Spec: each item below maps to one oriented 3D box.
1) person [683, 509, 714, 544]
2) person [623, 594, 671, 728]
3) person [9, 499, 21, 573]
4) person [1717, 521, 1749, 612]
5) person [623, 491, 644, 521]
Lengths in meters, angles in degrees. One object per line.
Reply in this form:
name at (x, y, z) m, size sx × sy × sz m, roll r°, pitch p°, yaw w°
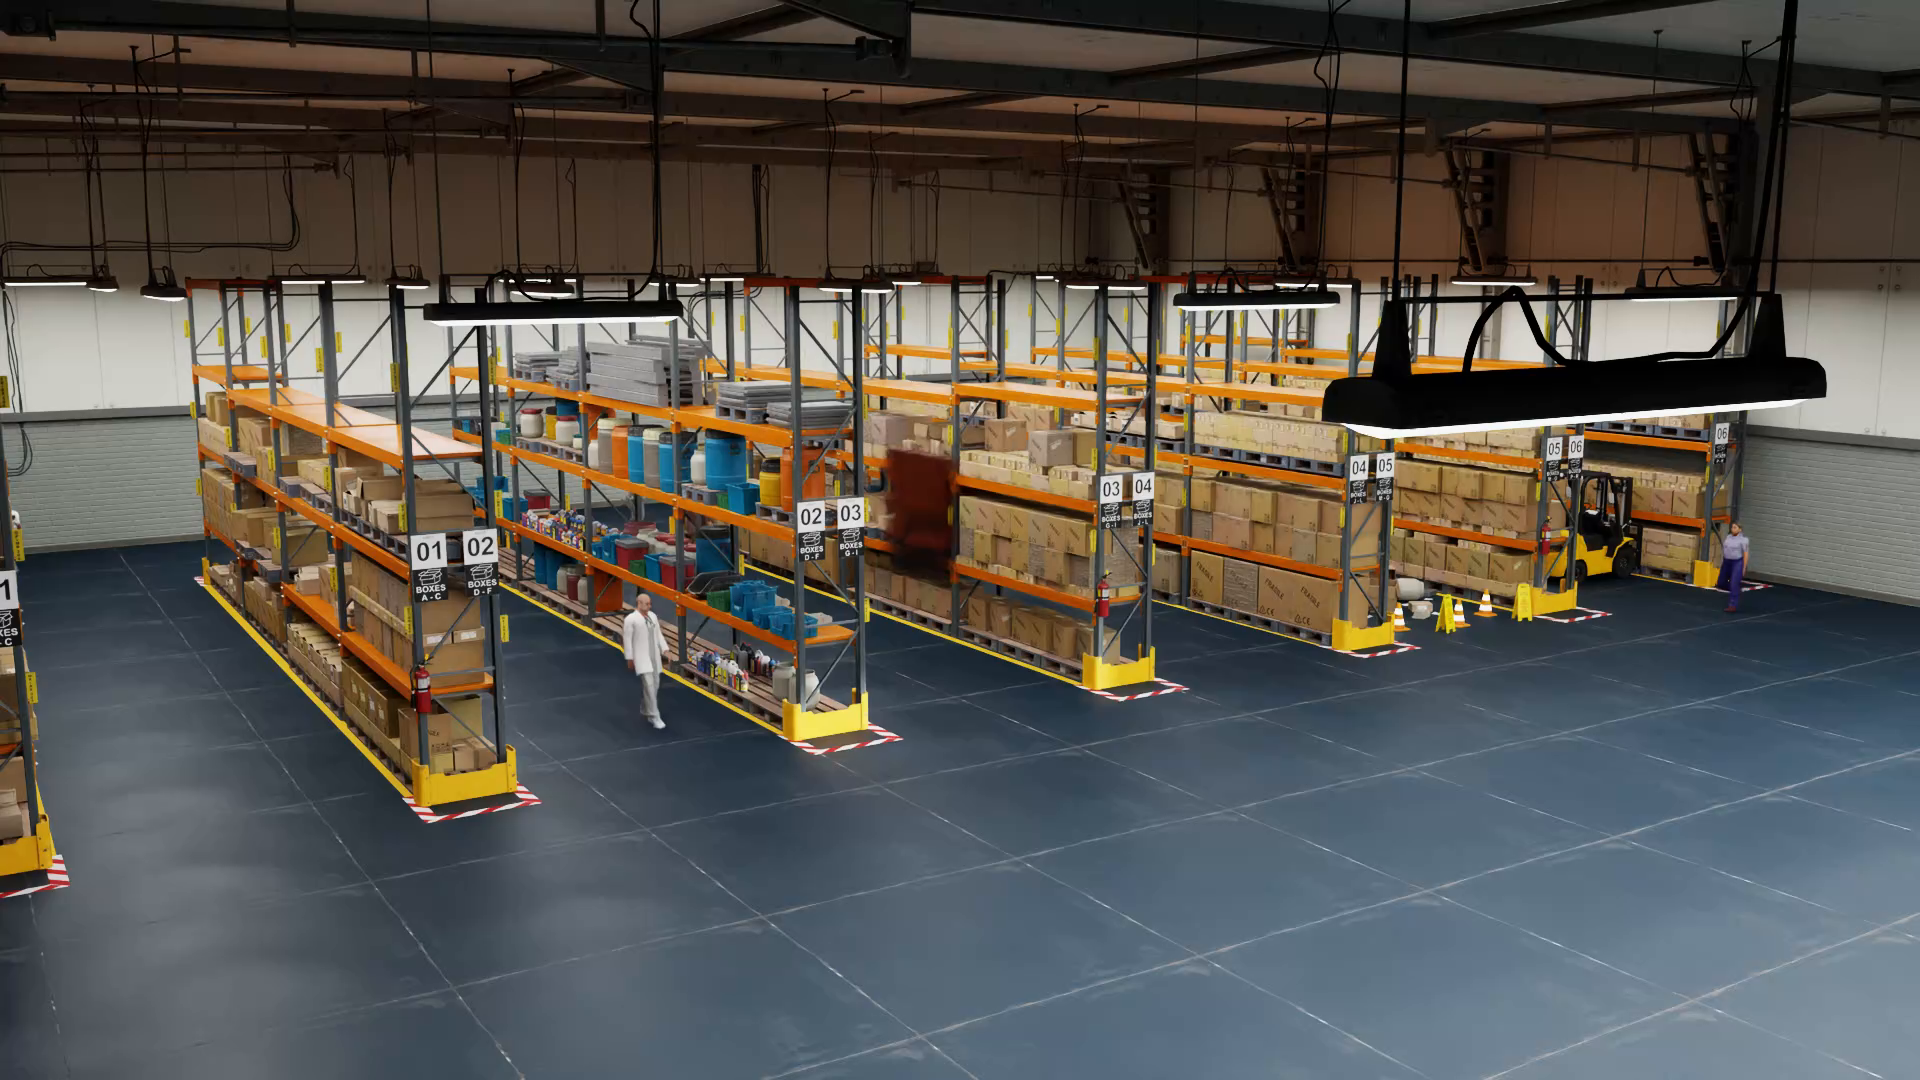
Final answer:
person at (-5.480, -0.342, 34.700) m, size 0.659 × 1.712 × 1.129 m, roll -5°, pitch 11°, yaw -29°
person at (-4.249, 1.655, 22.979) m, size 0.774 × 1.794 × 0.594 m, roll 7°, pitch 12°, yaw 37°
person at (-19.025, -0.040, 33.257) m, size 0.453 × 1.627 × 0.843 m, roll -7°, pitch 12°, yaw -35°
person at (14.123, 0.467, 30.253) m, size 0.612 × 1.616 × 0.487 m, roll -6°, pitch 11°, yaw -31°
person at (-7.950, -1.333, 40.595) m, size 0.579 × 1.803 × 0.478 m, roll 6°, pitch 11°, yaw 33°
